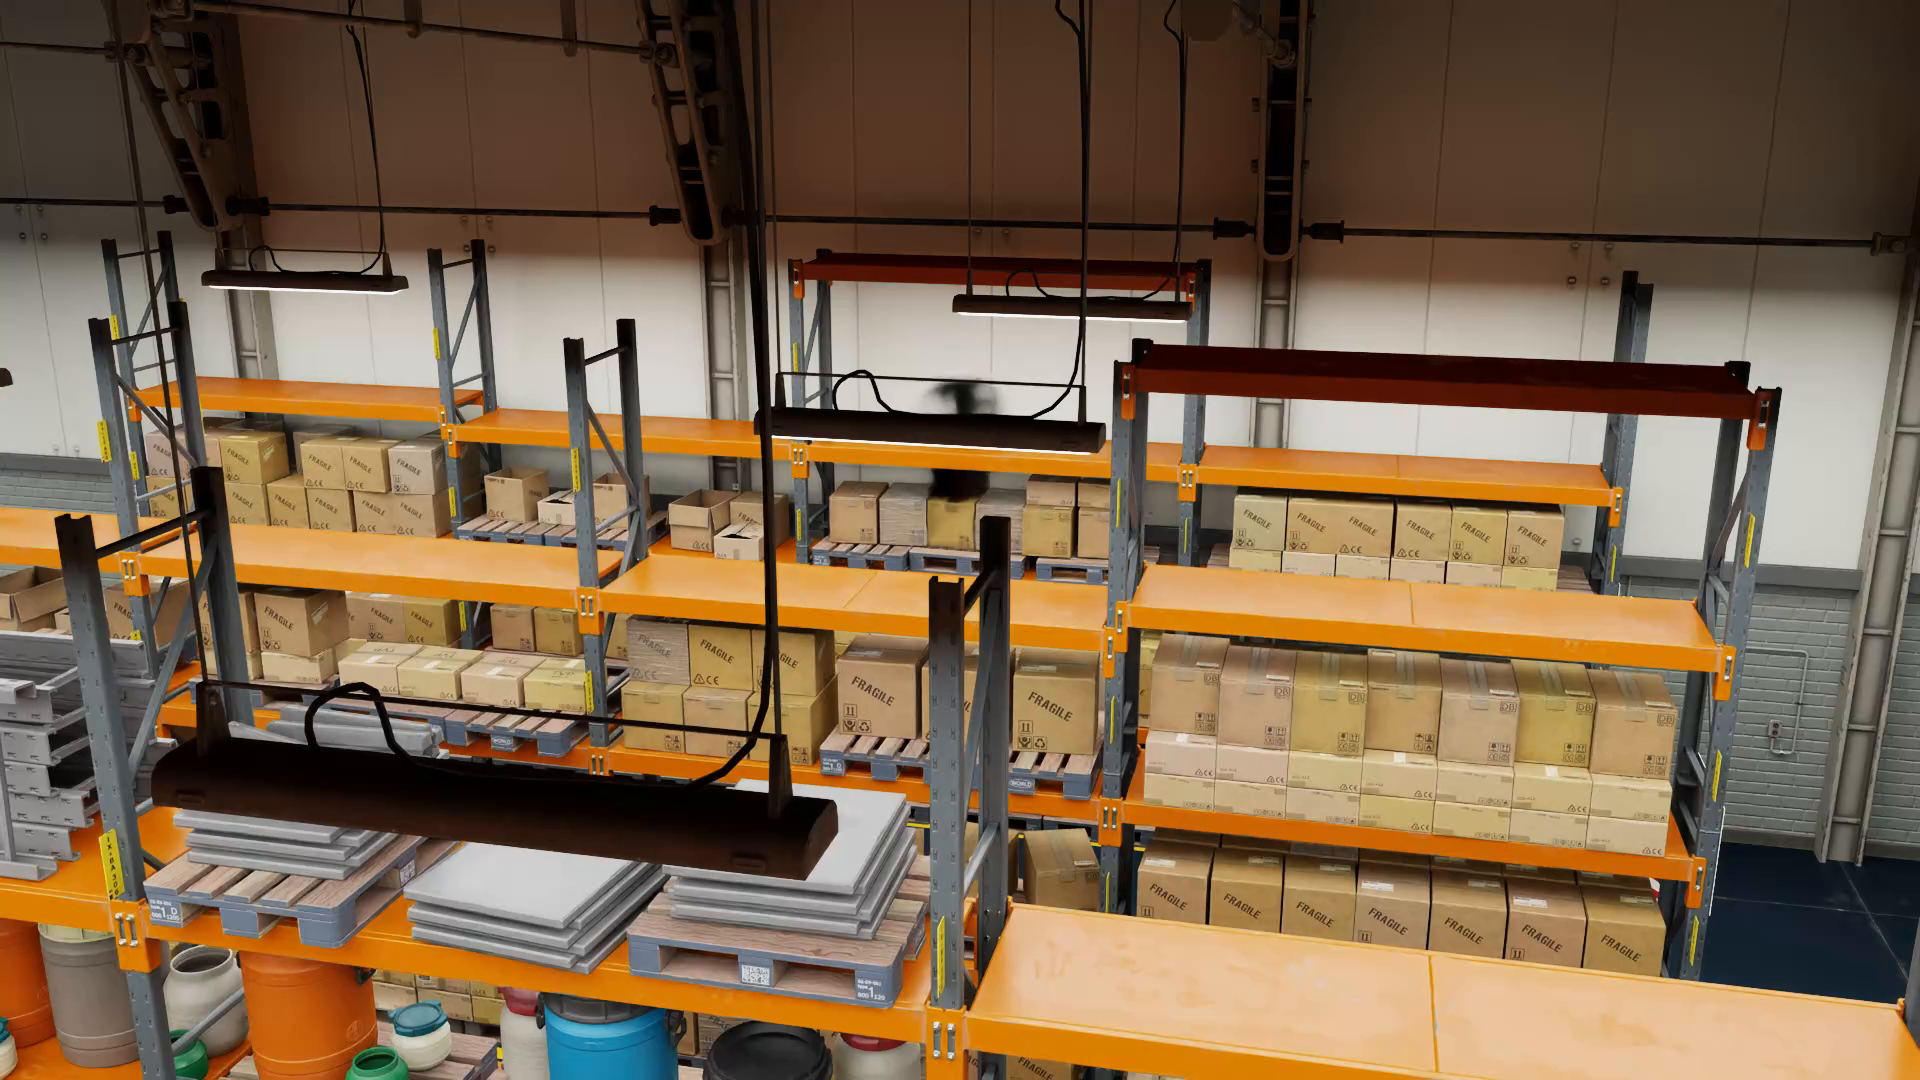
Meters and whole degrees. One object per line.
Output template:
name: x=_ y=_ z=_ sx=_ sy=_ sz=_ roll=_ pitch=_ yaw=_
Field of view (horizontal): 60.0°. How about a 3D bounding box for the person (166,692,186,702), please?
person: x=-8.077 y=2.322 z=17.567 sx=0.917 sy=1.615 sz=0.602 roll=-7 pitch=18 yaw=-22
